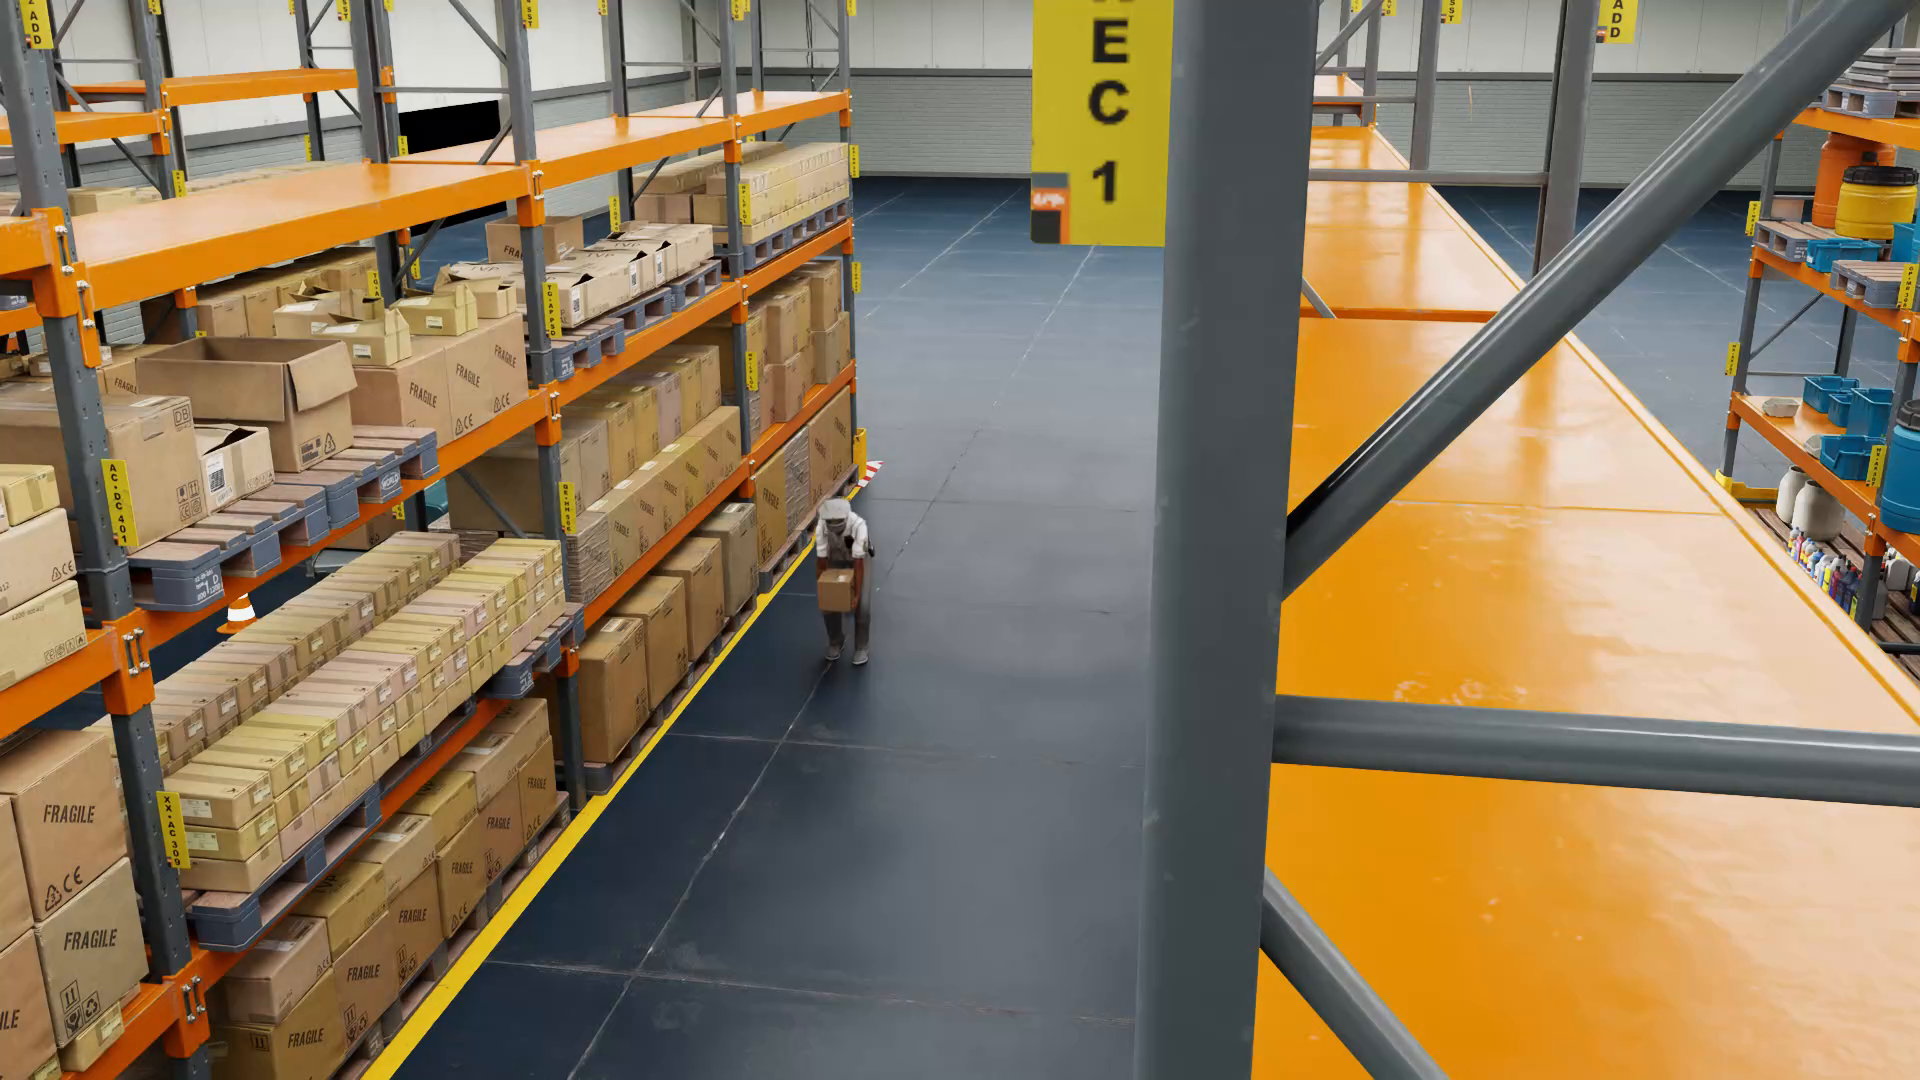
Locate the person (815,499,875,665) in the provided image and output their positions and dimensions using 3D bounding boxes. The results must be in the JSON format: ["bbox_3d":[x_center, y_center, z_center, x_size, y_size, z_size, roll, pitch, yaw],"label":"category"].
[{"bbox_3d":[-0.908,0.309,12.946,0.416,1.420,0.811,2,18,8],"label":"person"}]
